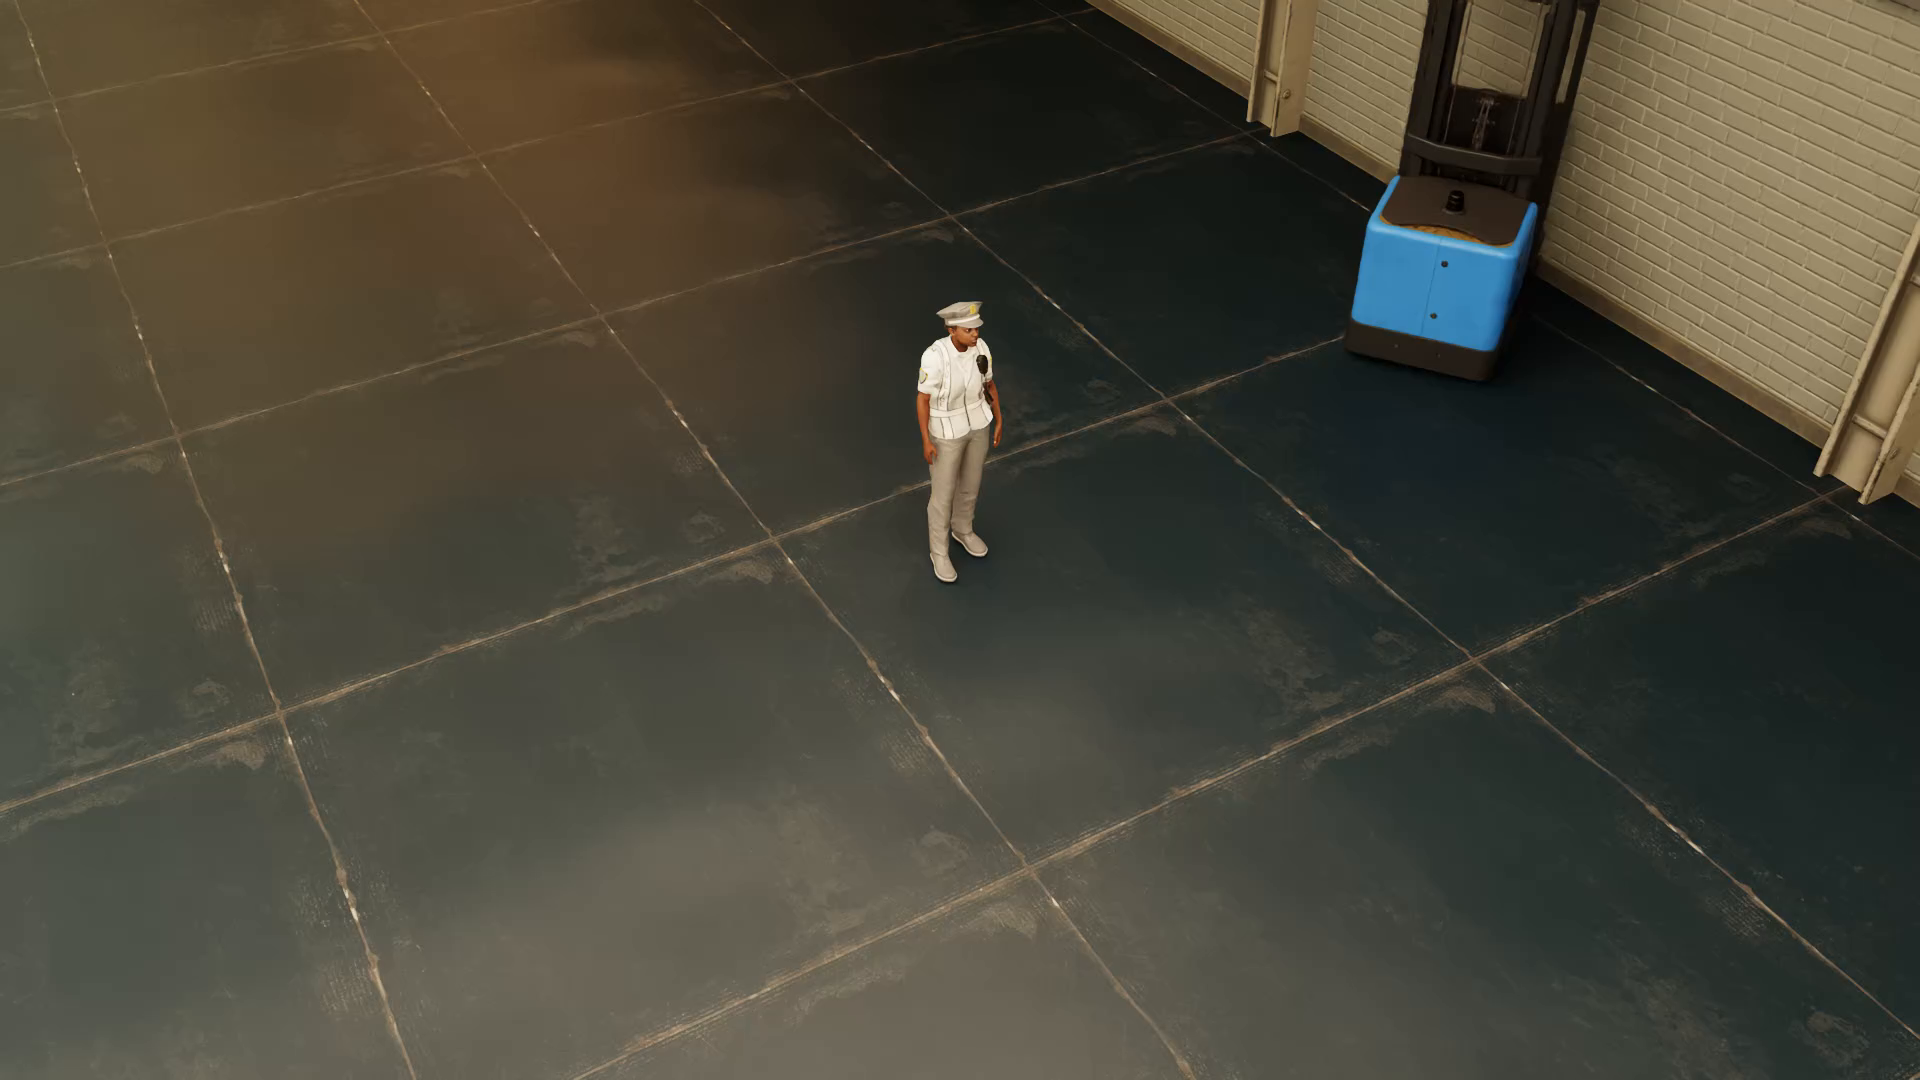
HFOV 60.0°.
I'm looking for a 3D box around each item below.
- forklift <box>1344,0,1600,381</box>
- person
[{"bbox_3d":[3.829,-3.170,11.858,1.130,2.935,3.031,16,42,19],"label":"forklift"},{"bbox_3d":[0.020,-0.610,9.729,0.569,1.694,0.530,-20,44,-23],"label":"person"}]
